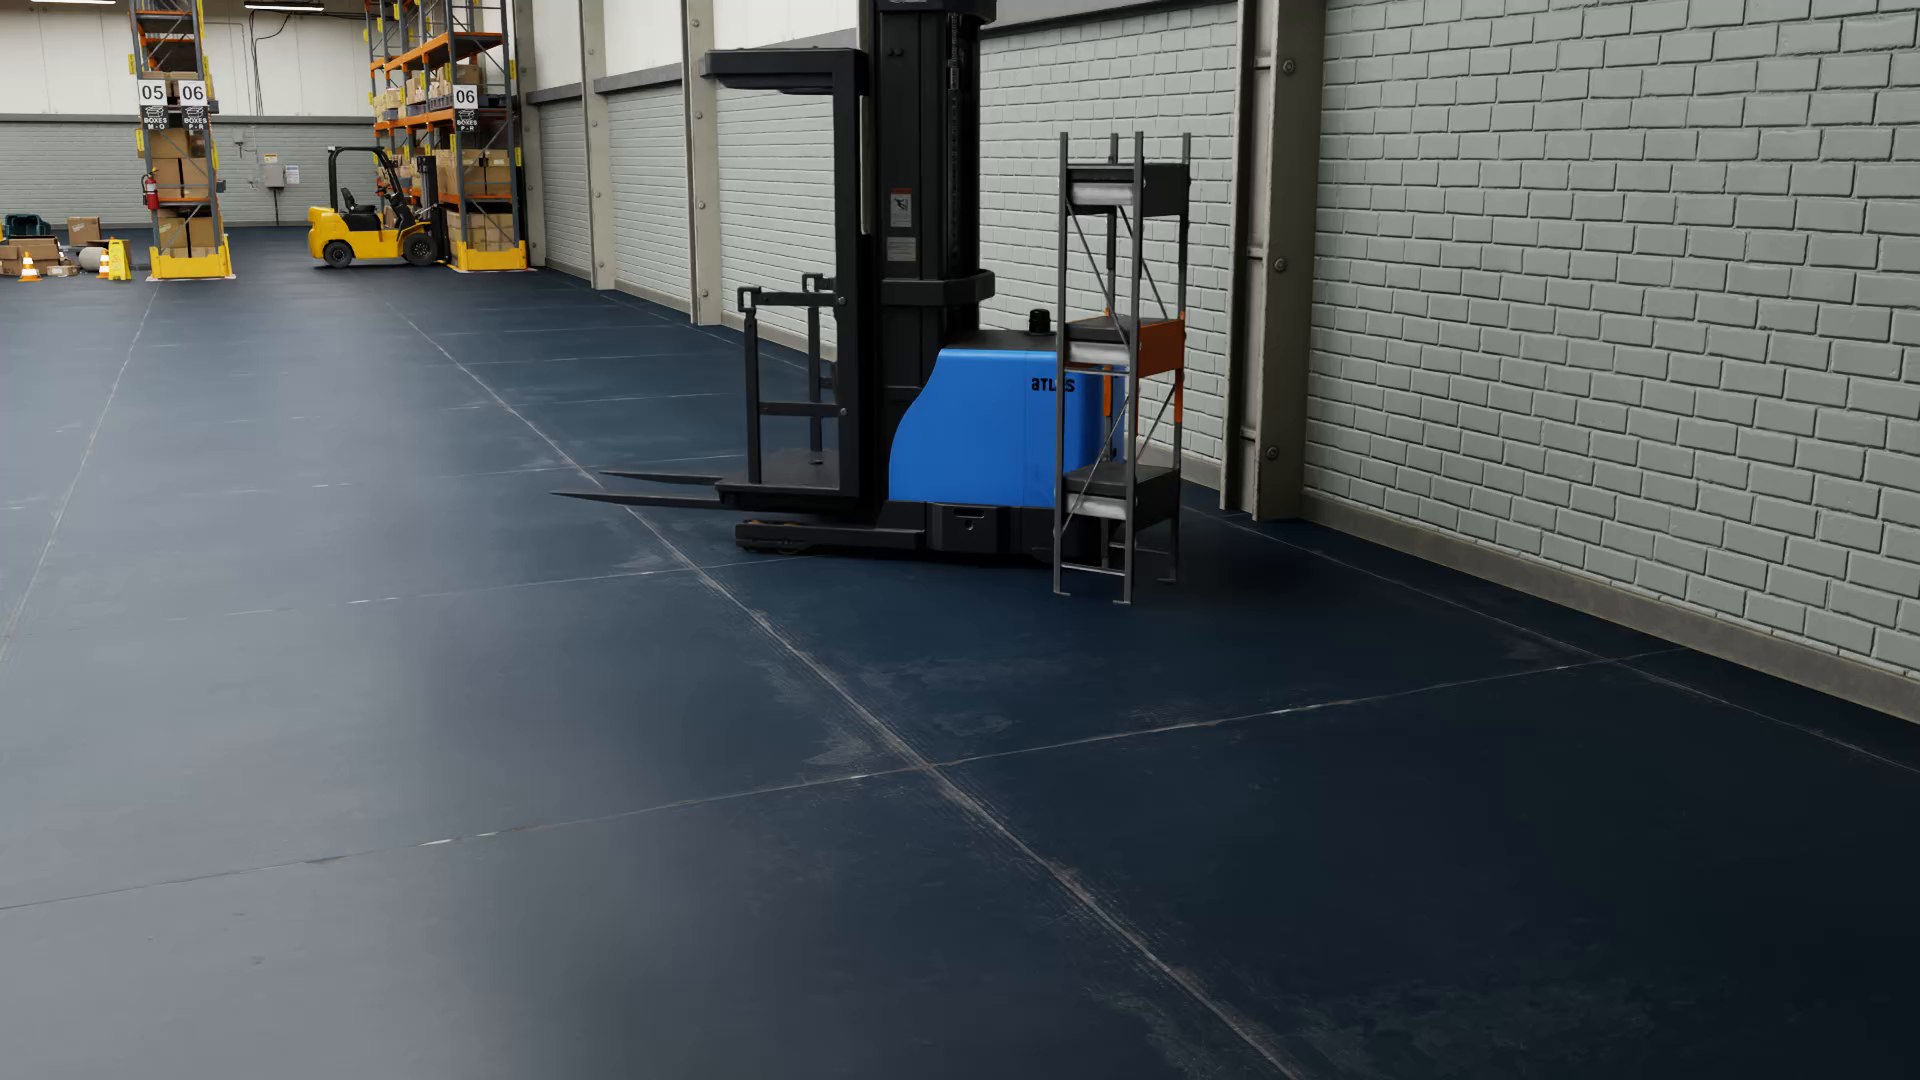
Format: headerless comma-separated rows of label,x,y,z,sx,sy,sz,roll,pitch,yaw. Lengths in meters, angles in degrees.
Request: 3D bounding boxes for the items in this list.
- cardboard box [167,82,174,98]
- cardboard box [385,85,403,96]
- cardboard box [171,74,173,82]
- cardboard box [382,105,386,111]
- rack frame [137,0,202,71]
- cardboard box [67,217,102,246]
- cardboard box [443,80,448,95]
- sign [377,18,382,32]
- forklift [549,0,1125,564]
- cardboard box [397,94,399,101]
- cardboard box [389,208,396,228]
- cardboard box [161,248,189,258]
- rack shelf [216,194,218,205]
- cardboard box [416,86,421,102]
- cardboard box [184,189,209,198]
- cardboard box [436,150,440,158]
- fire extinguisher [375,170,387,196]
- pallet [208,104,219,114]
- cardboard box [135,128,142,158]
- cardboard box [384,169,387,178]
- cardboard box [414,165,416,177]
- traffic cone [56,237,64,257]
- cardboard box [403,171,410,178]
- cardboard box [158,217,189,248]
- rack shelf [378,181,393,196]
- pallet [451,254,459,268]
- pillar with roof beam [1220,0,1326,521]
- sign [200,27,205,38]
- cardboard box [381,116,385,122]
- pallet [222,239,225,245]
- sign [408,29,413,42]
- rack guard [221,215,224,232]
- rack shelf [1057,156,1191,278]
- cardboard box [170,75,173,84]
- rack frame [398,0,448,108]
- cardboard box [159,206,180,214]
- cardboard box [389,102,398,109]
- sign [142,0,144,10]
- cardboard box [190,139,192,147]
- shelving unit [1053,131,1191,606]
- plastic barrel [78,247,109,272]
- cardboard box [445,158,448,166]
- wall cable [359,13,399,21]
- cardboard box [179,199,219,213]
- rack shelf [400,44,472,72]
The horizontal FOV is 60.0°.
cardboard box,-13.619,-7.625,28.185,0.500,0.250,0.500,-6,14,-24
cardboard box,-13.439,-10.679,39.532,0.396,0.266,0.258,-6,14,-24
cardboard box,-13.050,-7.776,27.950,0.380,0.149,0.250,-6,14,-23
cardboard box,-13.880,-10.551,40.824,0.500,0.250,0.500,-6,14,-25
rack frame,-14.581,-9.655,30.628,1.000,3.000,0.127,-6,14,-23
cardboard box,-16.200,-5.716,30.779,0.500,0.500,0.500,-6,14,-23
cardboard box,-9.144,-8.200,30.140,0.396,0.266,0.258,-6,14,-23
sign,-13.744,-12.205,39.400,0.100,0.325,0.005,-6,14,-23
forklift,-0.677,-1.462,8.687,3.031,2.935,1.130,3,13,13
cardboard box,-12.566,-10.047,37.765,0.380,0.149,0.250,-6,14,-23
cardboard box,-13.961,-8.118,41.903,0.700,0.500,0.500,-6,14,-25
cardboard box,-13.559,-4.918,28.634,0.500,0.250,0.500,-6,14,-23
rack shelf,-15.382,-6.795,33.171,1.077,0.370,4.000,-6,14,-23
cardboard box,-10.855,-9.138,34.094,0.500,0.311,0.500,-6,14,-25
cardboard box,-12.925,-5.872,28.146,0.380,0.149,0.250,-6,14,-23
cardboard box,-9.872,-7.438,32.034,0.380,0.149,0.250,-5,14,-22
fire extinguisher,-15.324,-9.430,43.959,0.296,0.674,0.183,-6,14,-23
pallet,-15.149,-8.453,32.505,1.213,0.211,1.003,-6,14,-23
cardboard box,-13.878,-6.873,28.817,0.700,0.500,0.500,-6,14,-24
cardboard box,-14.274,-9.302,42.081,0.500,0.250,0.500,-6,14,-24
cardboard box,-11.484,-7.961,35.837,0.500,0.250,0.500,-5,14,-21
traffic cone,-17.393,-5.595,32.020,0.336,0.463,0.334,-6,14,-23
cardboard box,-12.252,-8.191,37.233,0.380,0.149,0.250,-5,14,-22
cardboard box,-13.539,-5.278,28.525,0.500,0.500,0.500,-6,14,-23
rack shelf,-14.040,-8.897,42.253,1.077,0.370,4.000,-6,14,-23
pallet,-8.777,-5.150,30.655,1.003,0.211,1.213,-6,14,-23
pillar with roof beam,-2.216,-4.155,6.867,9.100,9.000,0.400,-6,14,-23
sign,-18.885,-12.674,41.425,0.100,0.325,0.005,-6,14,-23
cardboard box,-14.298,-10.536,41.645,0.380,0.149,0.250,-5,14,-22
pallet,-16.430,-6.370,35.923,1.003,0.211,1.213,-6,14,-23
sign,-14.325,-13.161,43.356,0.100,0.325,0.005,-6,14,-23
rack guard,-19.398,-7.998,42.320,1.175,0.500,0.348,-6,14,-23
rack shelf,0.742,-1.464,7.493,0.431,0.518,0.480,8,15,31
cardboard box,-13.799,-7.949,28.698,0.380,0.149,0.250,-6,14,-25
rack frame,-11.637,-10.930,36.139,1.000,3.000,0.127,-6,14,-23
cardboard box,-14.279,-5.939,29.945,0.380,0.149,0.250,-5,14,-20
cardboard box,-13.073,-10.118,38.685,0.380,0.149,0.250,-6,14,-24
sign,-16.691,-10.962,33.856,0.100,0.325,0.005,-6,14,-23
cardboard box,-14.975,-7.790,32.626,0.380,0.149,0.250,-5,14,-20
shelving unit,0.741,-0.795,7.648,0.431,2.100,0.503,8,15,31
plastic barrel,-15.193,-4.940,29.277,0.512,0.421,0.421,4,14,16
cardboard box,-9.364,-7.029,30.925,0.380,0.149,0.250,-6,14,-23
wall cable,-15.929,-16.574,48.191,2.988,3.039,0.133,-6,14,-23
cardboard box,-16.384,-6.878,35.716,0.875,0.875,0.875,-6,14,-23
rack shelf,-10.836,-9.972,34.480,1.077,0.370,4.000,-6,14,-23
